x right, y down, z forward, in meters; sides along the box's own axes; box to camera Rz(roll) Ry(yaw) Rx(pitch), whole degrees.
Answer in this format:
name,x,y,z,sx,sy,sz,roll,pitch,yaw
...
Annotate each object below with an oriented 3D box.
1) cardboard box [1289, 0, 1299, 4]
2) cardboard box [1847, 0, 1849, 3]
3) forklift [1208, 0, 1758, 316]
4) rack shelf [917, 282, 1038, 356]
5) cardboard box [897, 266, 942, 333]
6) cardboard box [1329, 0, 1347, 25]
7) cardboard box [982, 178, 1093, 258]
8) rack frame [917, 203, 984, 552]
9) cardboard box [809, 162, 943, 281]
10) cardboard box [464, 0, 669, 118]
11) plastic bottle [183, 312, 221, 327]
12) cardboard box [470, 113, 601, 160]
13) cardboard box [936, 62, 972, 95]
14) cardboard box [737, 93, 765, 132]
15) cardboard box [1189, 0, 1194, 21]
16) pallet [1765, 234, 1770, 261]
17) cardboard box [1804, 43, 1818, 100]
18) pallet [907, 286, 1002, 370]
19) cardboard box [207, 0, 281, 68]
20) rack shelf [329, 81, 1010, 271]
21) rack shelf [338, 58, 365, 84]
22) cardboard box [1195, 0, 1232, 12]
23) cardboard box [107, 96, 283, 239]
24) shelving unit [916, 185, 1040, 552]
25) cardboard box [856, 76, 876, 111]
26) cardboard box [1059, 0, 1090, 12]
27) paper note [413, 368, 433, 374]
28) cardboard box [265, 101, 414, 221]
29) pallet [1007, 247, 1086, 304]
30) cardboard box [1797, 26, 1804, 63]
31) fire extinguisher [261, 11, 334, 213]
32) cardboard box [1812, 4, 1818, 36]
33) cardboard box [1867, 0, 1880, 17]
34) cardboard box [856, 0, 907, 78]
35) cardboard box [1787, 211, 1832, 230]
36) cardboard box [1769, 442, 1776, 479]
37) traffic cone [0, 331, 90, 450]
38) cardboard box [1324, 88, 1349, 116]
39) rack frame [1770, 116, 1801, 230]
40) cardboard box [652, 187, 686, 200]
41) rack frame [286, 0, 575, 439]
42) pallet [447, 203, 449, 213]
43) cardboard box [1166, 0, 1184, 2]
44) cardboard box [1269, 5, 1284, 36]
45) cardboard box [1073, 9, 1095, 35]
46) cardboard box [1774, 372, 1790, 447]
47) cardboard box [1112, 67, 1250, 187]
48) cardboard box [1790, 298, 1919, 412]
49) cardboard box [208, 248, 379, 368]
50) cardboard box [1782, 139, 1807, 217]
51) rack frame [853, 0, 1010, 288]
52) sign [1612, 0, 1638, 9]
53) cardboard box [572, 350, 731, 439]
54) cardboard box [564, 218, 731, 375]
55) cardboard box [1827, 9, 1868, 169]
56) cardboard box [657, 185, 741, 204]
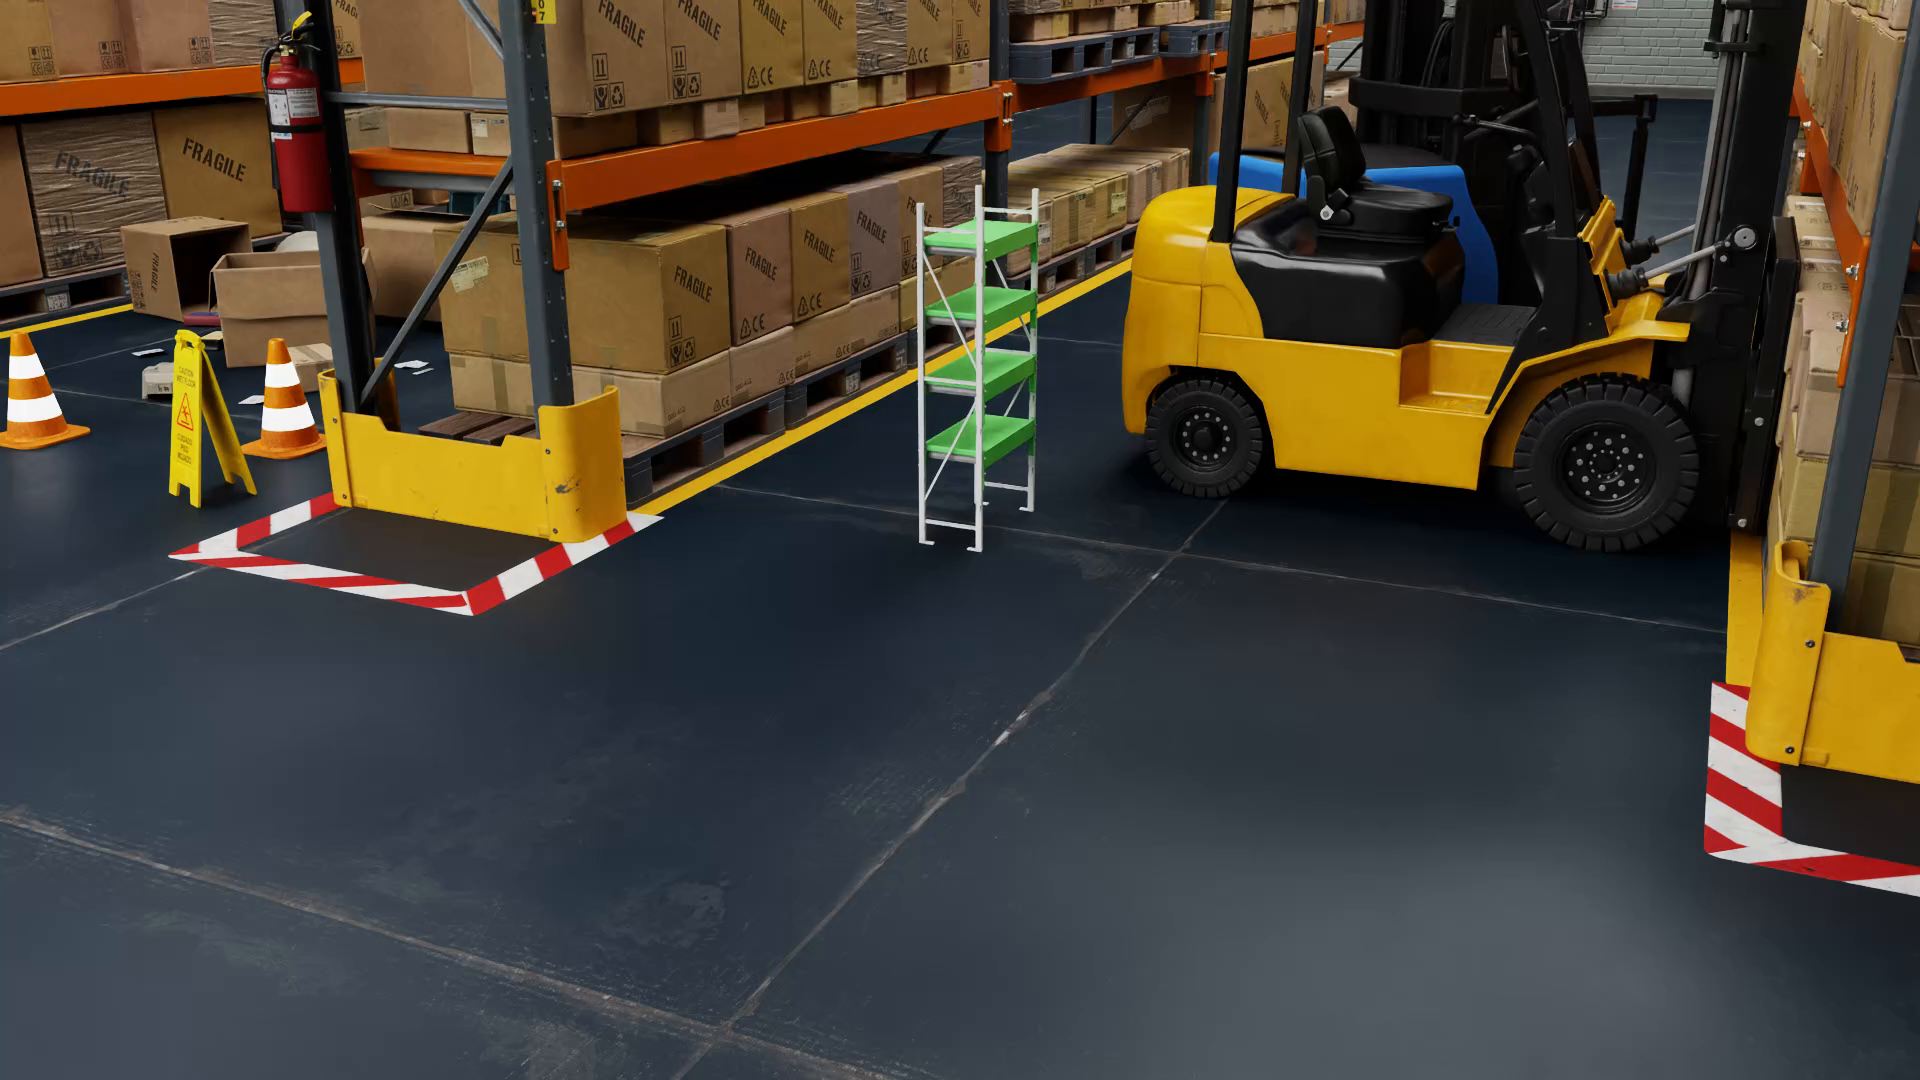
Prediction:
name,x,y,z,sx,sy,sz,roll,pitch,yaw
cardboard box,2.700,-4.856,14.624,0.500,0.250,0.500,9,22,24
cardboard box,3.592,-2.110,6.307,0.380,0.149,0.250,9,21,24
forklift,2.779,-2.299,8.059,3.031,2.935,1.130,-7,21,-18
rack shelf,0.068,-0.782,5.851,0.258,0.148,0.480,9,21,23
cardboard box,-0.419,-1.247,8.475,0.500,0.250,0.500,8,21,21
cardboard box,3.494,-5.327,16.321,0.500,0.500,0.500,9,22,24
cardboard box,0.291,-2.067,10.600,0.950,0.372,0.625,10,22,26
rack frame,-0.032,-0.541,5.700,0.240,1.200,0.015,9,21,23
cardboard box,-0.417,-1.609,8.373,0.500,0.500,0.500,9,21,24
cardboard box,-1.404,-1.798,5.954,0.500,0.500,0.500,8,21,22
plastic bottle,-4.209,-1.245,9.377,0.283,0.061,0.133,1,20,4
cardboard box,-1.523,-1.461,5.974,0.380,0.149,0.250,9,21,23
cardboard box,-0.163,-2.391,8.590,0.380,0.149,0.250,9,22,24
cardboard box,-1.029,-1.765,6.829,0.380,0.149,0.250,9,22,24
cardboard box,1.461,-3.804,11.938,0.380,0.149,0.250,9,21,24
pallet,5.582,-1.709,10.460,1.003,0.211,1.213,9,21,23
cardboard box,4.485,-2.320,8.240,0.500,0.250,0.500,8,21,22
pallet,-0.456,-1.202,9.035,1.003,0.211,1.213,9,21,23
cardboard box,-4.911,-3.331,10.635,0.875,0.550,0.550,9,21,23
rack shelf,-1.032,-1.776,7.560,1.077,0.370,4.000,9,21,23
rack shelf,-3.952,-3.647,12.821,1.077,0.370,4.000,9,21,23
cardboard box,1.858,-4.235,12.878,0.500,0.250,0.500,8,21,22
cardboard box,-5.092,-2.389,10.753,0.875,0.875,0.875,9,21,24
shelving unit,0.068,-0.616,5.910,0.258,1.200,0.503,9,21,23
cardboard box,-0.612,-2.083,7.724,0.380,0.149,0.250,8,21,22
cardboard box,0.445,-3.369,9.745,0.500,0.500,0.500,9,21,23
paper note,-2.688,-0.845,8.331,0.032,0.001,0.123,9,21,23
cardboard box,-4.598,-2.715,11.856,1.050,0.750,0.750,8,21,22
pallet,0.104,-1.651,10.296,1.003,0.211,1.213,9,21,23
cardboard box,5.550,-3.096,10.423,0.500,0.250,0.500,9,21,23
fire extinguisher,-2.318,-1.495,5.813,0.296,0.674,0.183,9,21,23
cardboard box,4.703,-2.710,8.591,0.500,0.250,0.500,9,21,24
cardboard box,3.068,-1.716,5.201,0.380,0.149,0.250,9,21,23
cardboard box,-0.581,-2.426,7.721,0.500,0.500,0.500,9,22,24
cardboard box,3.614,-1.160,6.739,0.500,0.250,0.500,9,21,23
cardboard box,3.201,-0.377,6.030,0.500,0.250,0.500,9,22,24
traffic cone,-4.004,-0.665,7.149,0.336,0.463,0.334,9,21,23
cardboard box,3.418,-4.340,16.892,0.875,0.438,0.875,8,21,22
rack frame,5.955,-3.269,10.685,1.000,3.000,0.127,9,21,23
cardboard box,-1.457,-1.624,7.448,0.380,0.149,0.250,10,22,25
rack frame,-1.851,-1.504,5.720,1.000,3.000,0.127,9,21,23
pallet,-4.025,-2.681,13.193,1.003,0.211,1.213,9,21,23
cardboard box,1.291,-3.998,11.513,0.500,0.500,0.500,8,21,22
cardboard box,2.468,-4.464,14.268,0.500,0.250,0.500,9,21,23
cardboard box,0.601,-3.177,10.173,0.380,0.149,0.250,9,21,24
cardboard box,3.000,-0.466,5.533,0.500,0.250,0.500,8,21,21
cardboard box,1.783,-3.346,13.444,0.875,0.875,0.875,8,21,22
cardboard box,2.787,-0.538,4.988,0.500,0.250,0.500,9,21,24
cardboard box,-3.442,-1.212,8.625,0.797,0.503,0.637,-5,20,-15
cardboard box,5.687,-2.159,10.482,0.875,0.625,0.625,9,22,24
rack frame,-0.213,-2.726,9.158,1.000,3.000,0.127,9,21,23
sign,9.381,-7.740,23.397,0.329,0.494,0.001,9,21,23
cardboard box,-1.269,-0.615,6.697,0.500,0.250,0.500,8,21,22
cardboard box,-1.259,-0.975,6.592,0.500,0.500,0.500,8,21,21
cardboard box,3.267,-1.526,5.635,0.500,0.500,0.500,9,21,23
cardboard box,-1.337,-1.353,7.655,0.500,0.500,0.500,8,21,21
